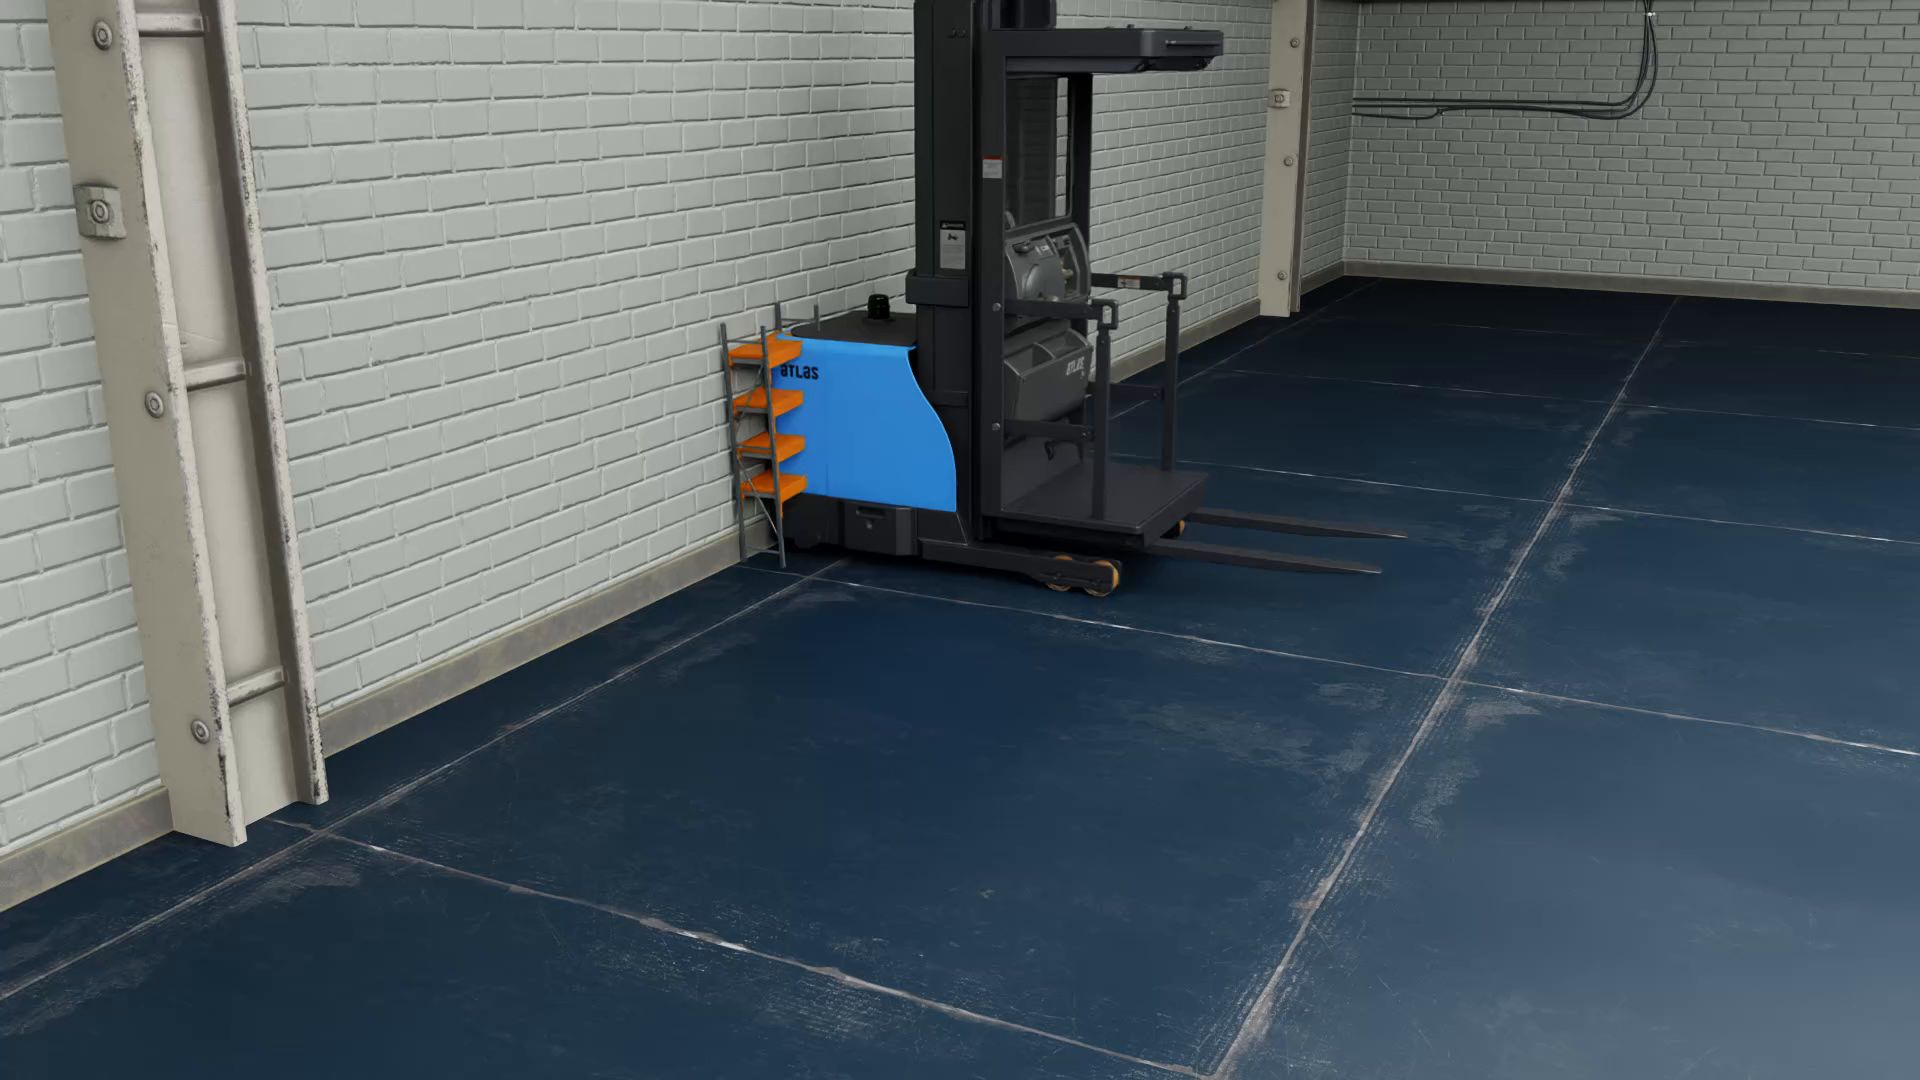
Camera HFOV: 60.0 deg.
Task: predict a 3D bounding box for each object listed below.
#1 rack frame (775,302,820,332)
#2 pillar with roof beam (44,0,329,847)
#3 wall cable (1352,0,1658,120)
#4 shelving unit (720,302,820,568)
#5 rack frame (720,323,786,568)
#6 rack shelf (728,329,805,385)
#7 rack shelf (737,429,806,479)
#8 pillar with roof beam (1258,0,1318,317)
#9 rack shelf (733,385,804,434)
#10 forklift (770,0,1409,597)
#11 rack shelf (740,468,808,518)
[{"bbox_3d":[-0.774,-0.592,8.339,0.240,1.200,0.015,7,22,25],"label":"rack frame"},{"bbox_3d":[1.507,-2.865,2.365,9.100,9.000,0.400,8,18,25],"label":"pillar with roof beam"},{"bbox_3d":[5.517,-5.563,16.902,3.097,2.526,0.112,8,18,25],"label":"wall cable"},{"bbox_3d":[-0.878,-0.514,8.133,0.258,1.200,0.503,7,22,25],"label":"shelving unit"},{"bbox_3d":[-0.983,-0.436,7.927,0.240,1.200,0.015,7,22,25],"label":"rack frame"},{"bbox_3d":[-0.895,-0.884,8.002,0.258,0.148,0.480,7,22,25],"label":"rack shelf"},{"bbox_3d":[-0.875,-0.451,8.156,0.258,0.148,0.480,7,22,25],"label":"rack shelf"},{"bbox_3d":[6.869,-5.922,12.656,9.100,9.000,0.400,8,18,25],"label":"pillar with roof beam"},{"bbox_3d":[-0.885,-0.661,8.081,0.258,0.148,0.480,7,22,25],"label":"rack shelf"},{"bbox_3d":[0.604,-1.315,7.804,3.031,2.935,1.130,8,18,24],"label":"forklift"},{"bbox_3d":[-0.867,-0.264,8.222,0.258,0.148,0.480,7,22,25],"label":"rack shelf"}]
